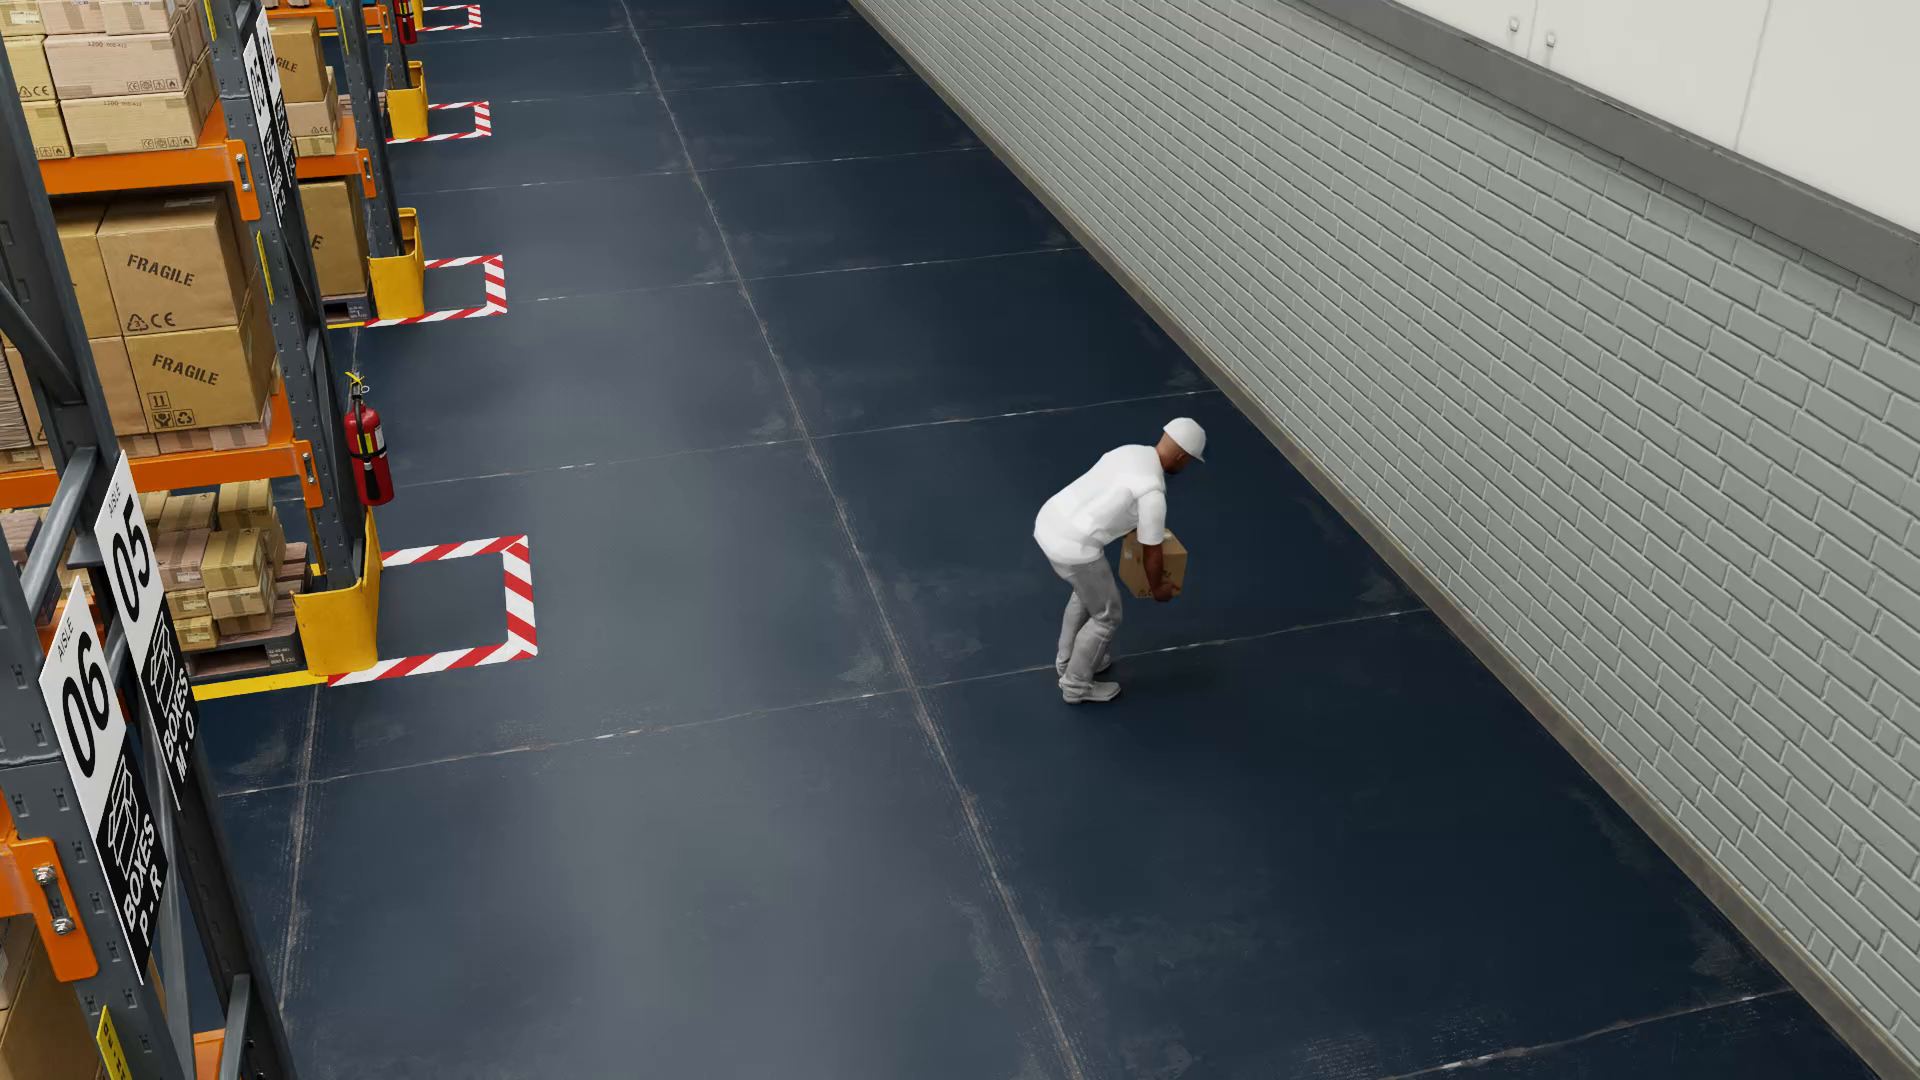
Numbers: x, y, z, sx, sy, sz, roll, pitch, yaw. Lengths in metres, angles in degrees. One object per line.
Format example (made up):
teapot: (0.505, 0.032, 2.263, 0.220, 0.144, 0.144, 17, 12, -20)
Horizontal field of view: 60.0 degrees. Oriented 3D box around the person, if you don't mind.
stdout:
person: (0.799, 0.083, 8.381, 0.857, 1.454, 0.488, -9, 31, -15)
